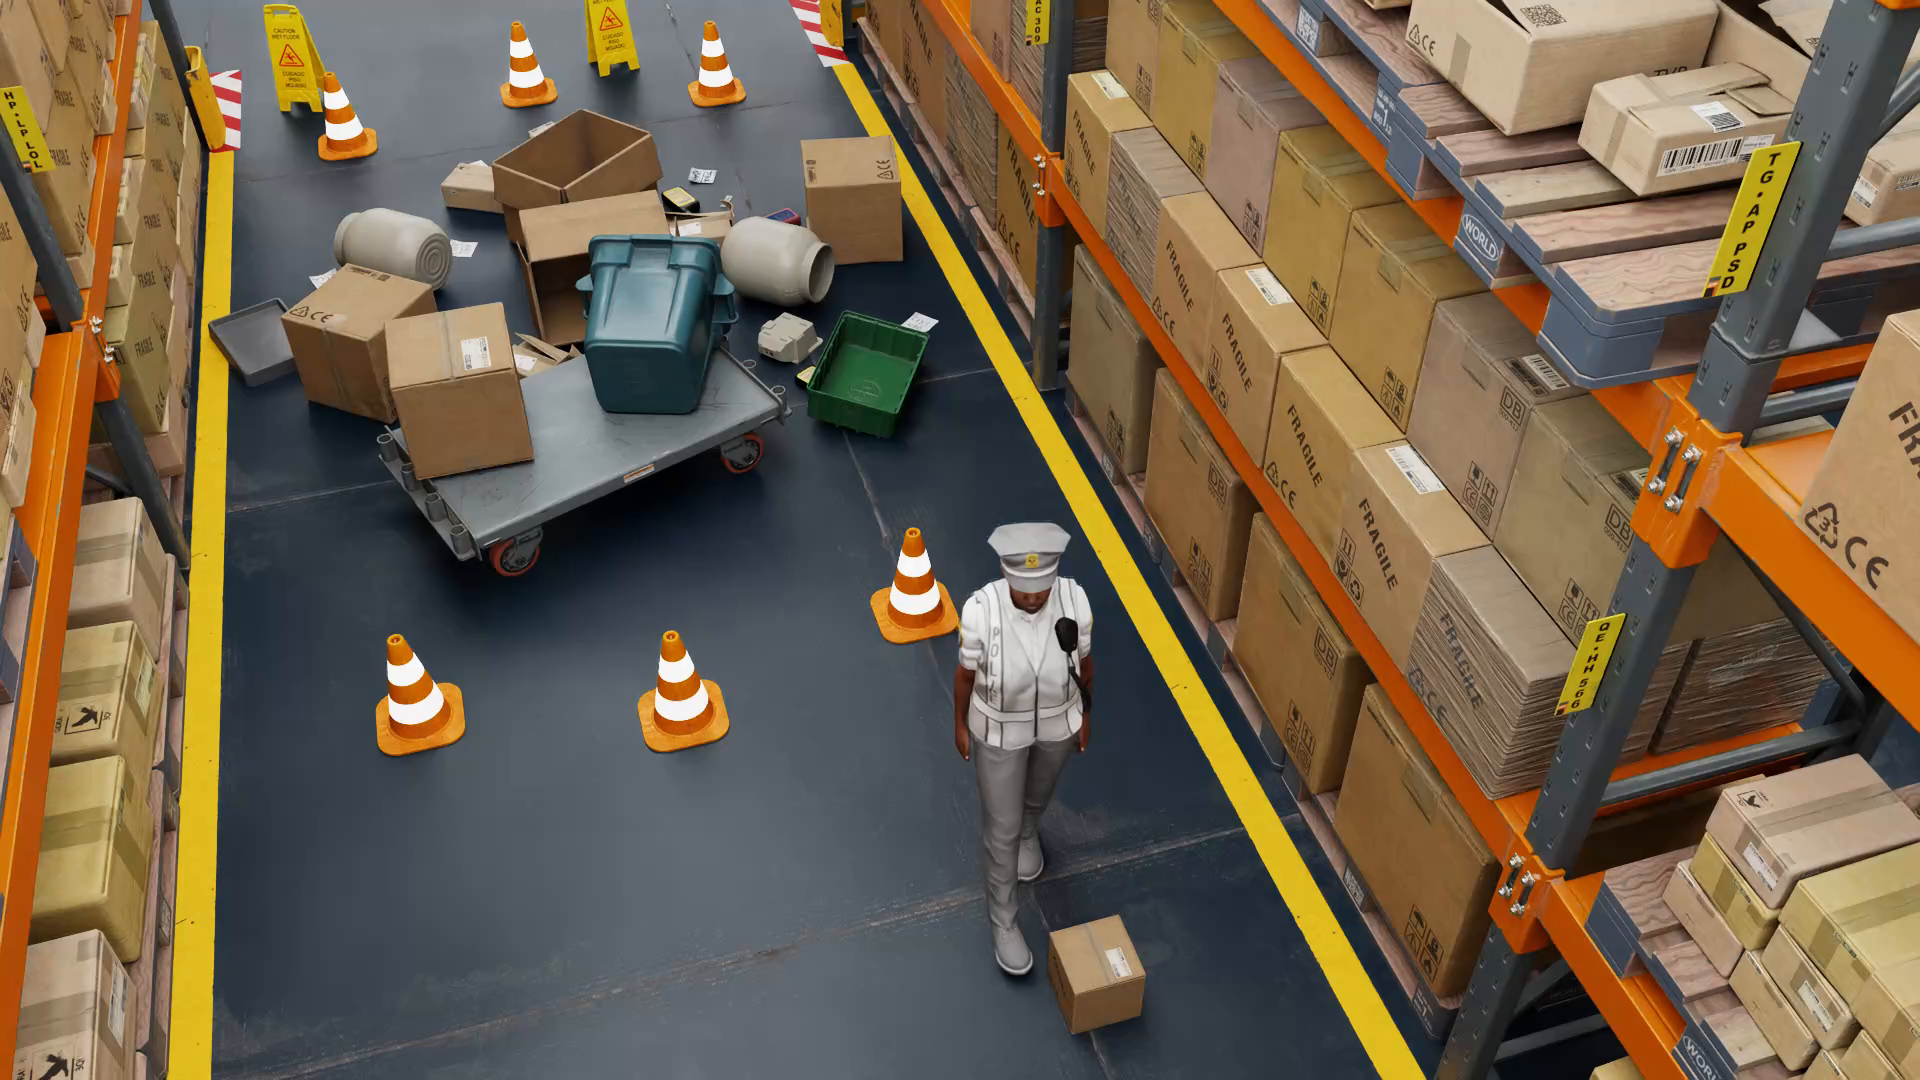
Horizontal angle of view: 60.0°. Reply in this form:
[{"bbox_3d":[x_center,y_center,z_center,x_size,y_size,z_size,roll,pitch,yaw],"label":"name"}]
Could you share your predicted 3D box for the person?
[{"bbox_3d":[0.240,0.668,5.411,0.461,1.670,0.691,-9,43,-9],"label":"person"}]
